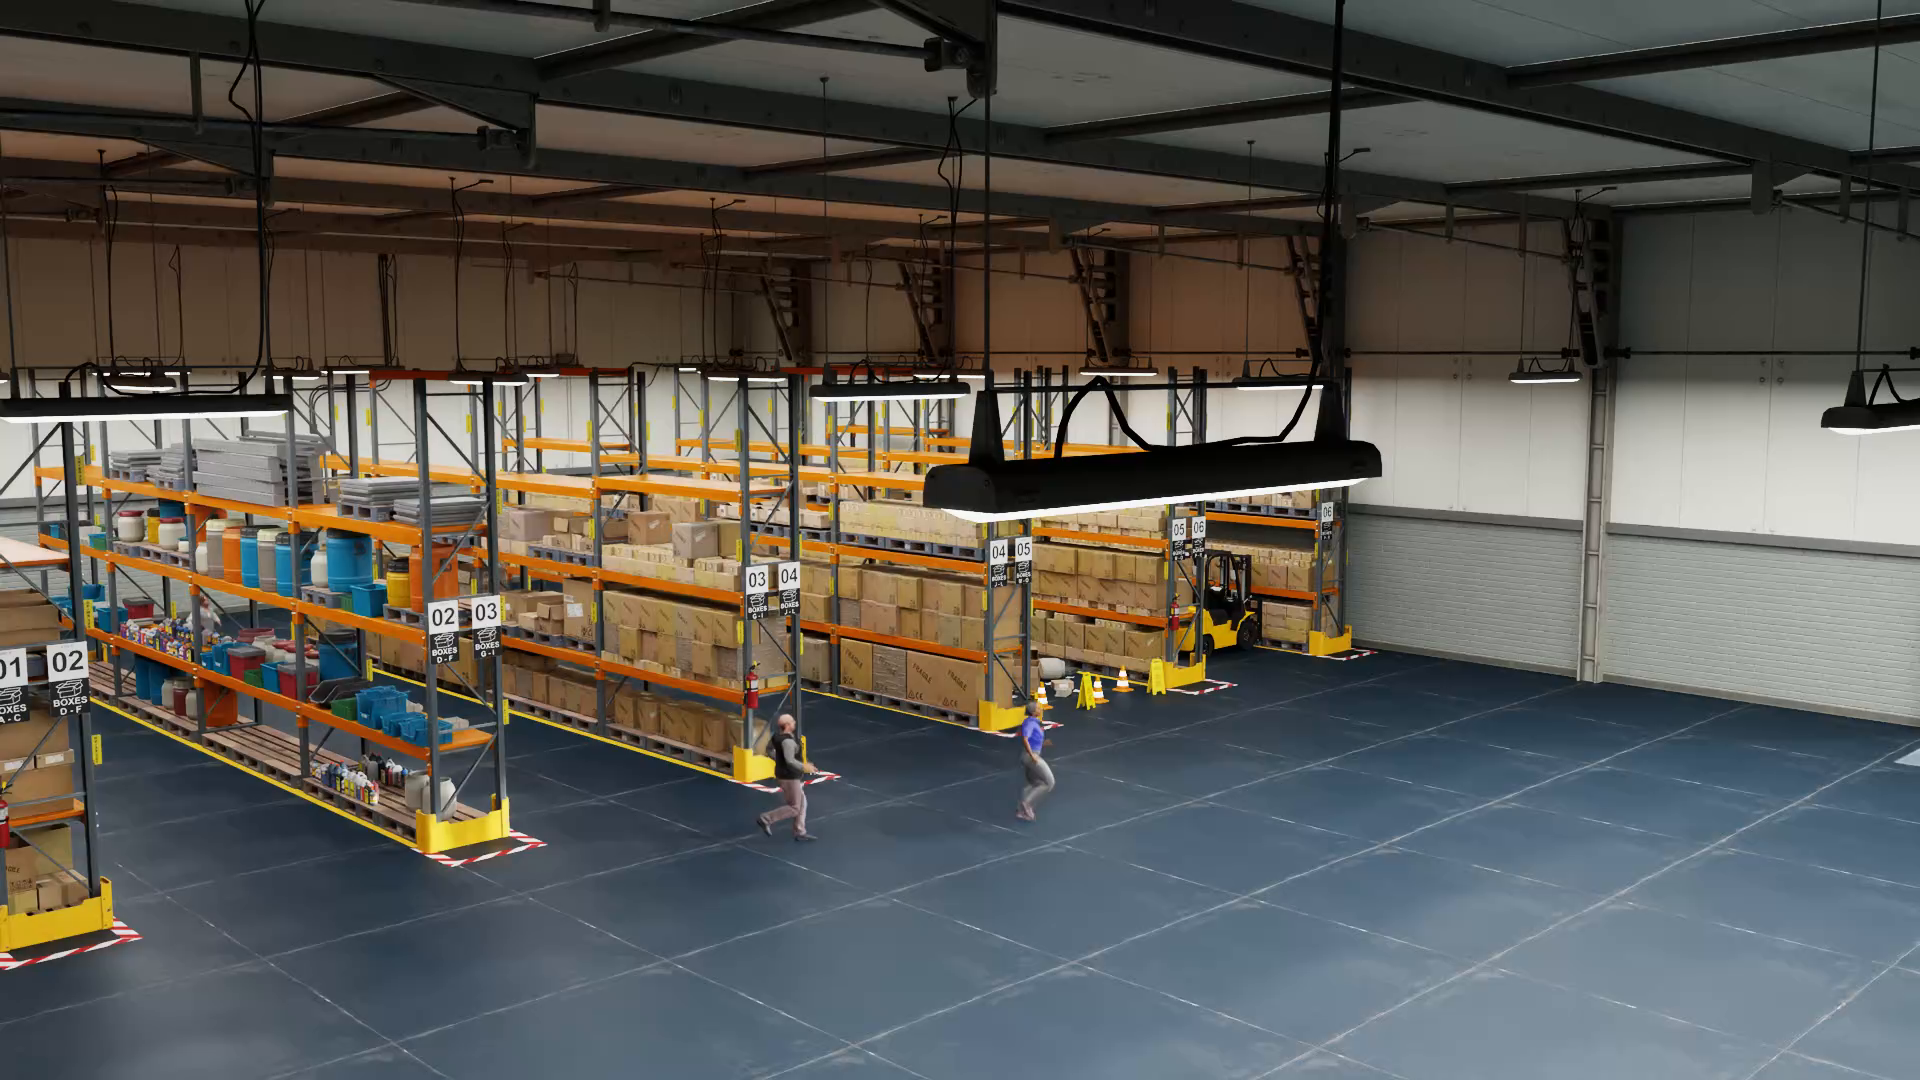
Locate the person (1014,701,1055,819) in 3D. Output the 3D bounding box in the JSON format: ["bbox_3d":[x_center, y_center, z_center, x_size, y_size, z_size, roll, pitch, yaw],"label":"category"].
[{"bbox_3d":[1.007,2.977,22.512,0.534,1.621,0.628,-1,7,-10],"label":"person"}]

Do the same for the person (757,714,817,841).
[{"bbox_3d":[-2.243,3.082,21.412,0.831,1.707,0.670,-3,7,-22],"label":"person"}]

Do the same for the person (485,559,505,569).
[{"bbox_3d":[-11.432,0.891,40.320,0.963,1.729,0.723,-3,7,-24],"label":"person"}]

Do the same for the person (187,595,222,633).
[{"bbox_3d":[-14.850,1.872,32.806,0.552,1.576,0.604,3,7,28],"label":"person"}]
